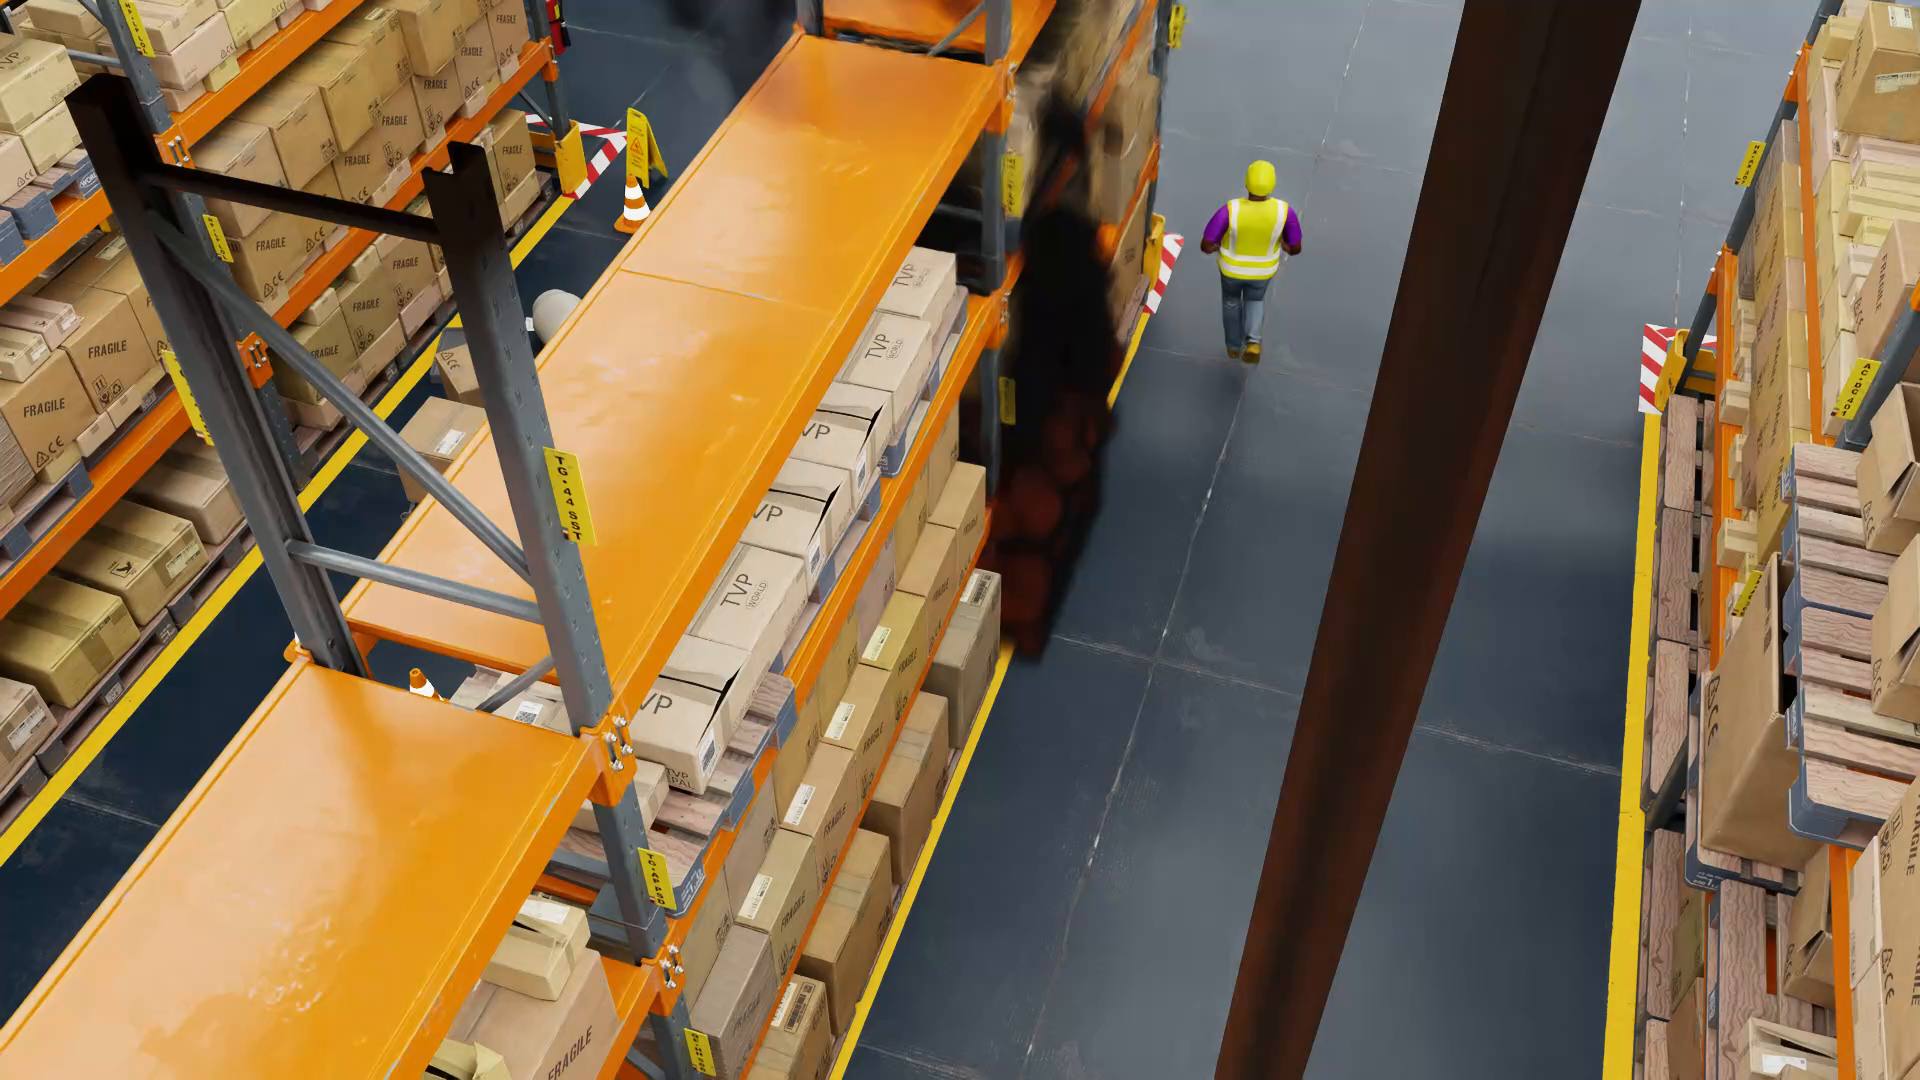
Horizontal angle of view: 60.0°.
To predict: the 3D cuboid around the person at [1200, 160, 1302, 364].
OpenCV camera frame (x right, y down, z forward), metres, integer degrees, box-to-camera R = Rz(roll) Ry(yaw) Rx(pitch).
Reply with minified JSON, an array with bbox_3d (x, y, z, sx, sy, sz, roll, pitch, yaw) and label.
[{"bbox_3d":[2.017,-1.917,11.725,0.699,1.724,0.701,4,46,4],"label":"person"}]
